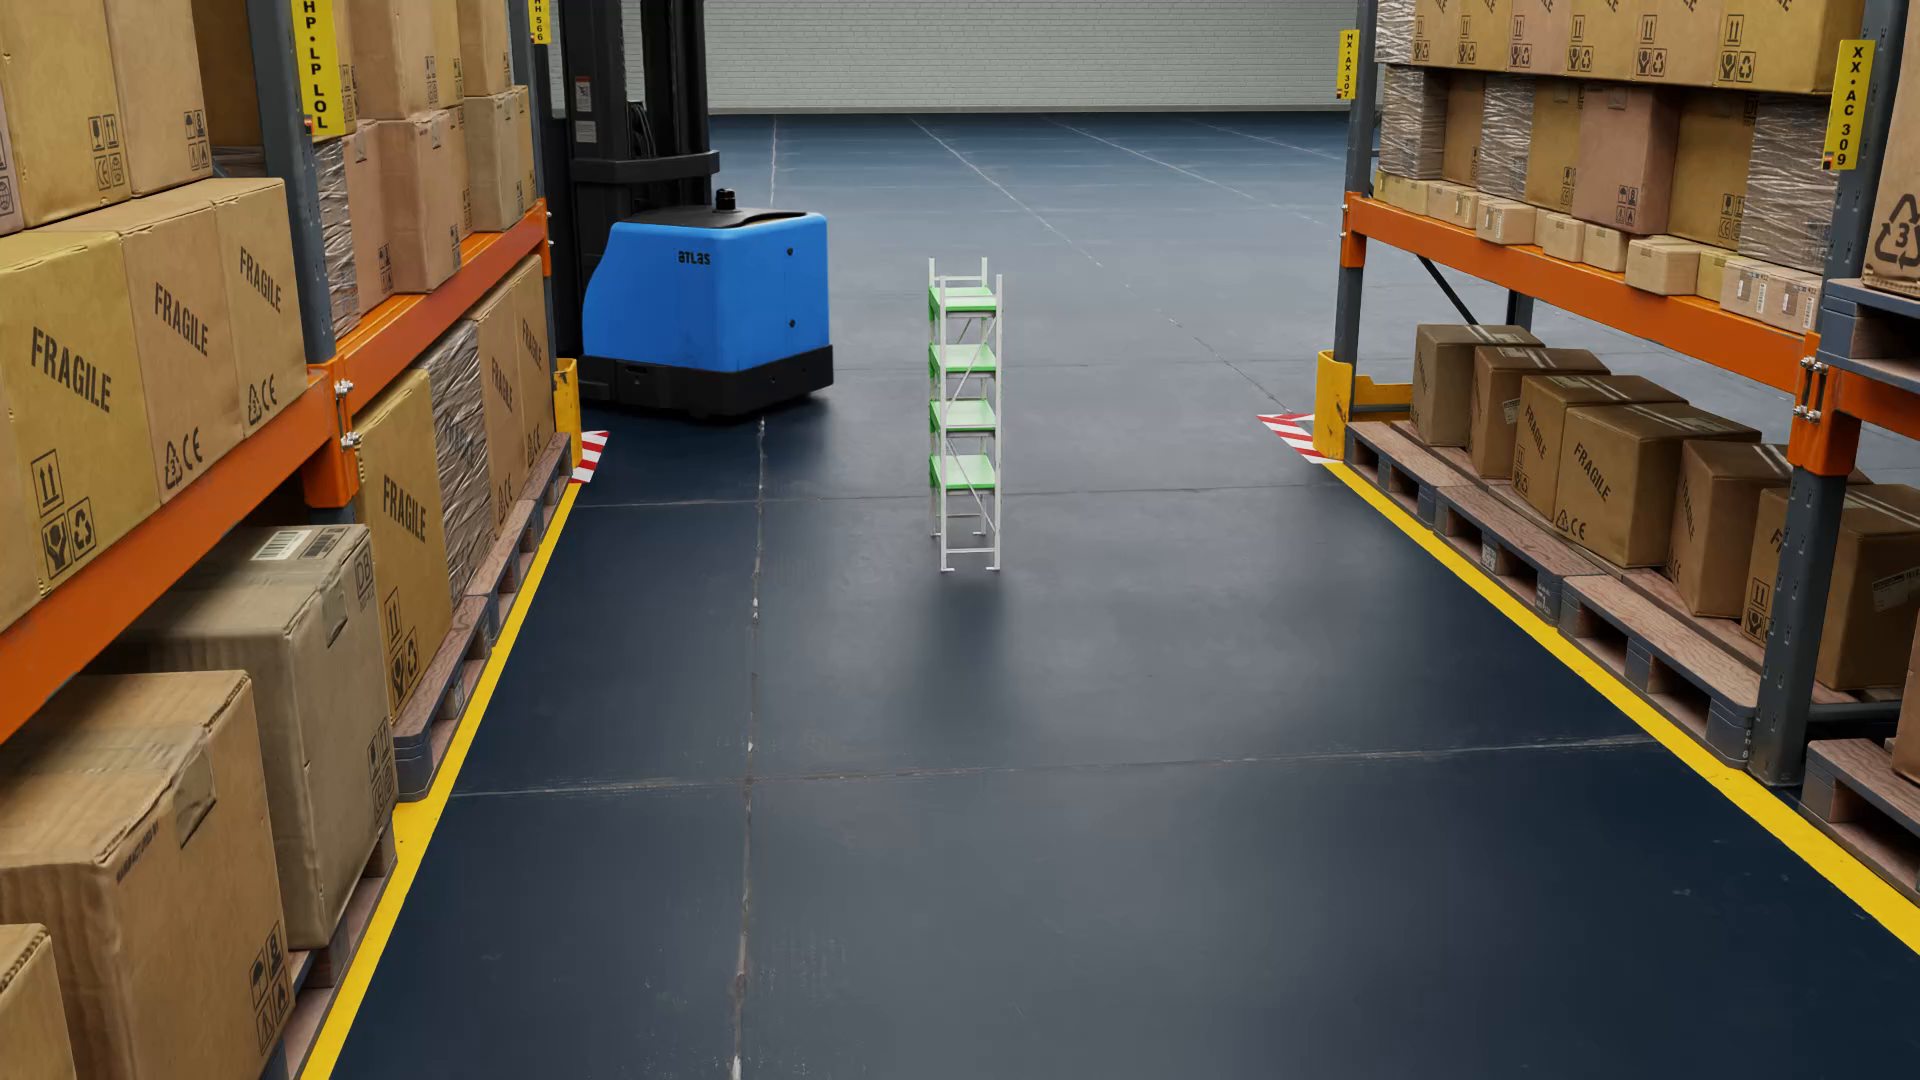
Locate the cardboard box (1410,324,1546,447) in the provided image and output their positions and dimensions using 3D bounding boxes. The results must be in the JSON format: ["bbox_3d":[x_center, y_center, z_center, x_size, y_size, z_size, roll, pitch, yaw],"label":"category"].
[{"bbox_3d":[2.485,-0.748,8.025,0.500,0.500,0.500,1,17,5],"label":"cardboard box"}]

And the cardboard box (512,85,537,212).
[{"bbox_3d":[-2.423,-1.766,7.545,0.875,0.550,0.550,-2,18,-6],"label":"cardboard box"}]

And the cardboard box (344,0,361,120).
[{"bbox_3d":[-2.270,-1.470,4.799,0.875,0.550,0.550,-2,18,-6],"label":"cardboard box"}]

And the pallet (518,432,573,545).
[{"bbox_3d":[-2.346,-0.238,7.582,1.003,0.211,1.213,-2,18,-6],"label":"pallet"}]

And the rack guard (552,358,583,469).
[{"bbox_3d":[-2.509,-0.618,8.313,1.175,0.500,0.348,-2,18,-6],"label":"rack guard"}]

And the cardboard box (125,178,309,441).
[{"bbox_3d":[-1.774,-0.513,3.635,0.500,0.500,0.500,-2,18,-6],"label":"cardboard box"}]

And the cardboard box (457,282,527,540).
[{"bbox_3d":[-2.278,-0.529,6.699,0.875,0.875,0.875,-2,18,-7],"label":"cardboard box"}]

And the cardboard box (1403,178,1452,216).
[{"bbox_3d":[2.247,-1.565,7.573,0.380,0.149,0.250,-2,18,-6],"label":"cardboard box"}]

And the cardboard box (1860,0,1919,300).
[{"bbox_3d":[2.793,-0.981,3.591,1.000,1.000,1.000,-2,18,-5],"label":"cardboard box"}]

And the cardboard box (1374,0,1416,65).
[{"bbox_3d":[2.223,-2.421,7.549,0.500,0.500,0.500,-2,18,-6],"label":"cardboard box"}]

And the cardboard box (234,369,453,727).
[{"bbox_3d":[-2.089,0.012,4.978,0.875,0.875,0.875,-2,17,-5],"label":"cardboard box"}]

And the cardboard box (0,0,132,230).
[{"bbox_3d":[-1.982,-0.836,2.996,0.700,0.500,0.500,-2,18,-7],"label":"cardboard box"}]

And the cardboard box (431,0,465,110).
[{"bbox_3d":[-2.251,-1.793,5.827,0.875,0.550,0.500,-2,18,-6],"label":"cardboard box"}]

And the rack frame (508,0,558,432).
[{"bbox_3d":[-2.506,-1.804,7.915,1.000,3.000,0.127,-2,18,-6],"label":"rack frame"}]

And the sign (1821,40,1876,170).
[{"bbox_3d":[2.311,-1.129,4.321,0.100,0.325,0.005,-2,18,-6],"label":"sign"}]

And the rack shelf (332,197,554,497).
[{"bbox_3d":[-2.300,-0.865,6.125,1.077,0.370,4.000,-2,18,-6],"label":"rack shelf"}]

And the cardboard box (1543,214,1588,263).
[{"bbox_3d":[2.396,-1.118,6.149,0.380,0.149,0.250,-2,18,-6],"label":"cardboard box"}]

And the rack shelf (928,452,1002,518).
[{"bbox_3d":[0.017,-0.233,6.931,0.258,0.148,0.480,-2,18,-6],"label":"rack shelf"}]

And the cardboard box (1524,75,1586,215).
[{"bbox_3d":[2.687,-1.507,6.306,0.875,0.500,0.500,-2,18,-6],"label":"cardboard box"}]

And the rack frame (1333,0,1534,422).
[{"bbox_3d":[2.438,-1.927,8.307,1.000,3.000,0.127,-2,18,-6],"label":"rack frame"}]

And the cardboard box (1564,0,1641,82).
[{"bbox_3d":[2.427,-1.825,5.651,0.500,0.500,0.500,-2,18,-6],"label":"cardboard box"}]

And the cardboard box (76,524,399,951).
[{"bbox_3d":[-1.940,0.443,3.813,1.050,0.750,0.750,-2,18,-6],"label":"cardboard box"}]

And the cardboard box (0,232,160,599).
[{"bbox_3d":[-1.670,-0.212,2.676,0.500,0.500,0.500,-2,17,-5],"label":"cardboard box"}]

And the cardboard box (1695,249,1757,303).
[{"bbox_3d":[2.553,-0.822,5.206,0.380,0.149,0.250,-2,18,-6],"label":"cardboard box"}]

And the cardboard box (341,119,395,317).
[{"bbox_3d":[-2.223,-0.956,4.966,0.875,0.550,0.550,-2,18,-6],"label":"cardboard box"}]

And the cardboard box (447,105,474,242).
[{"bbox_3d":[-2.412,-1.432,6.482,0.875,0.550,0.550,-2,18,-6],"label":"cardboard box"}]

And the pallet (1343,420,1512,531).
[{"bbox_3d":[2.494,-0.331,7.879,1.003,0.211,1.213,-2,18,-6],"label":"pallet"}]

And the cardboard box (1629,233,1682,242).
[{"bbox_3d":[2.522,-0.971,5.682,0.380,0.149,0.250,-2,18,-6],"label":"cardboard box"}]

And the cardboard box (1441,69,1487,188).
[{"bbox_3d":[2.638,-1.807,7.261,0.875,0.500,0.500,-2,18,-6],"label":"cardboard box"}]

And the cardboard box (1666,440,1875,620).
[{"bbox_3d":[2.782,-0.034,5.749,0.500,0.500,0.500,4,18,12],"label":"cardboard box"}]

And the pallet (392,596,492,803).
[{"bbox_3d":[-2.094,0.489,5.266,1.003,0.211,1.213,-2,18,-6],"label":"pallet"}]

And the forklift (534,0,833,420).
[{"bbox_3d":[-2.293,-2.360,9.801,3.031,2.935,1.130,10,20,28],"label":"forklift"}]

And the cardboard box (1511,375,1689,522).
[{"bbox_3d":[2.627,-0.384,6.865,0.500,0.500,0.500,0,17,0],"label":"cardboard box"}]

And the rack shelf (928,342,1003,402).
[{"bbox_3d":[0.017,-0.691,6.788,0.258,0.148,0.480,-2,18,-6],"label":"rack shelf"}]

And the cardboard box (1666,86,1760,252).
[{"bbox_3d":[2.849,-1.211,5.363,0.875,0.500,0.500,-2,18,-6],"label":"cardboard box"}]

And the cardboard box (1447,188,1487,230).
[{"bbox_3d":[2.313,-1.416,7.100,0.380,0.149,0.250,-2,18,-6],"label":"cardboard box"}]

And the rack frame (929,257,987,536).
[{"bbox_3d":[-0.008,-0.596,7.072,0.240,1.200,0.015,-2,18,-6],"label":"rack frame"}]

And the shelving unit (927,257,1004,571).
[{"bbox_3d":[0.017,-0.523,6.840,0.258,1.200,0.503,-2,18,-6],"label":"shelving unit"}]

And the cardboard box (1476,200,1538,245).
[{"bbox_3d":[2.288,-1.265,6.618,0.380,0.149,0.250,-2,18,-6],"label":"cardboard box"}]

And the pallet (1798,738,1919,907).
[{"bbox_3d":[2.932,0.827,4.190,1.003,0.211,1.213,-2,18,-6],"label":"pallet"}]

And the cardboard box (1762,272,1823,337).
[{"bbox_3d":[2.536,-0.670,4.724,0.380,0.149,0.250,-2,18,-6],"label":"cardboard box"}]

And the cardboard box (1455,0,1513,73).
[{"bbox_3d":[2.321,-2.123,6.600,0.500,0.500,0.500,-2,18,-6],"label":"cardboard box"}]

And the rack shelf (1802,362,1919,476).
[{"bbox_3d":[3.056,0.204,2.721,1.077,0.370,4.000,-2,18,-6],"label":"rack shelf"}]

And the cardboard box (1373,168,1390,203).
[{"bbox_3d":[2.230,-1.715,8.051,0.380,0.149,0.250,-2,18,-6],"label":"cardboard box"}]

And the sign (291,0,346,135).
[{"bbox_3d":[-1.555,-1.147,4.020,0.100,0.325,0.005,-2,18,-6],"label":"sign"}]

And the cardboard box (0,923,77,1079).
[{"bbox_3d":[-1.748,1.008,2.013,1.050,0.750,0.750,-2,17,-5],"label":"cardboard box"}]

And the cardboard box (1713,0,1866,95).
[{"bbox_3d":[2.530,-1.528,4.702,0.500,0.500,0.500,-2,18,-6],"label":"cardboard box"}]

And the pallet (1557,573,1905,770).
[{"bbox_3d":[2.746,0.396,5.563,1.003,0.211,1.213,-2,18,-6],"label":"pallet"}]
